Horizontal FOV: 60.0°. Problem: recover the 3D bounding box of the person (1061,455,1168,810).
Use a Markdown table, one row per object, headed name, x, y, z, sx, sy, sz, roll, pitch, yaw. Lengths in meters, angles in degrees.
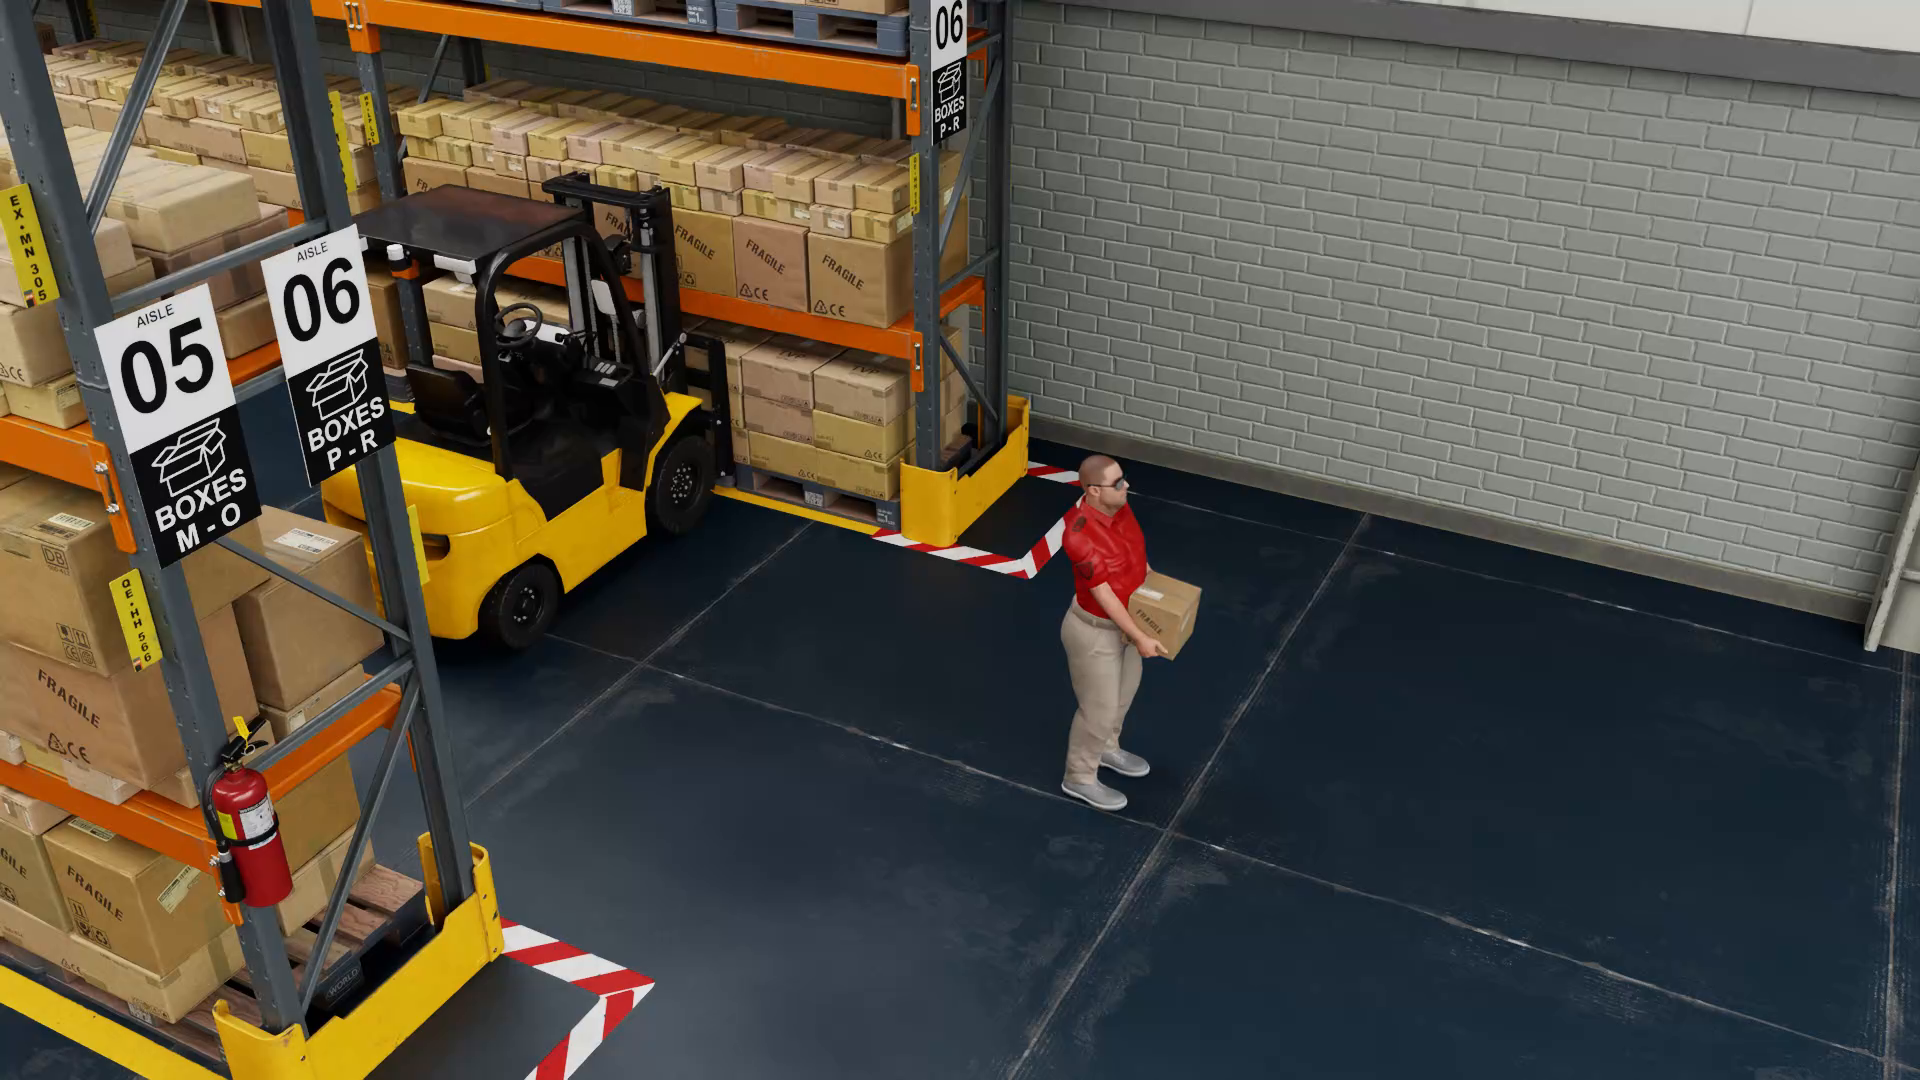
| name | x | y | z | sx | sy | sz | roll | pitch | yaw |
| --- | --- | --- | --- | --- | --- | --- | --- | --- | --- |
| person | 0.751 | 0.422 | 7.586 | 0.531 | 1.712 | 0.493 | 15 | 33 | 24 |
